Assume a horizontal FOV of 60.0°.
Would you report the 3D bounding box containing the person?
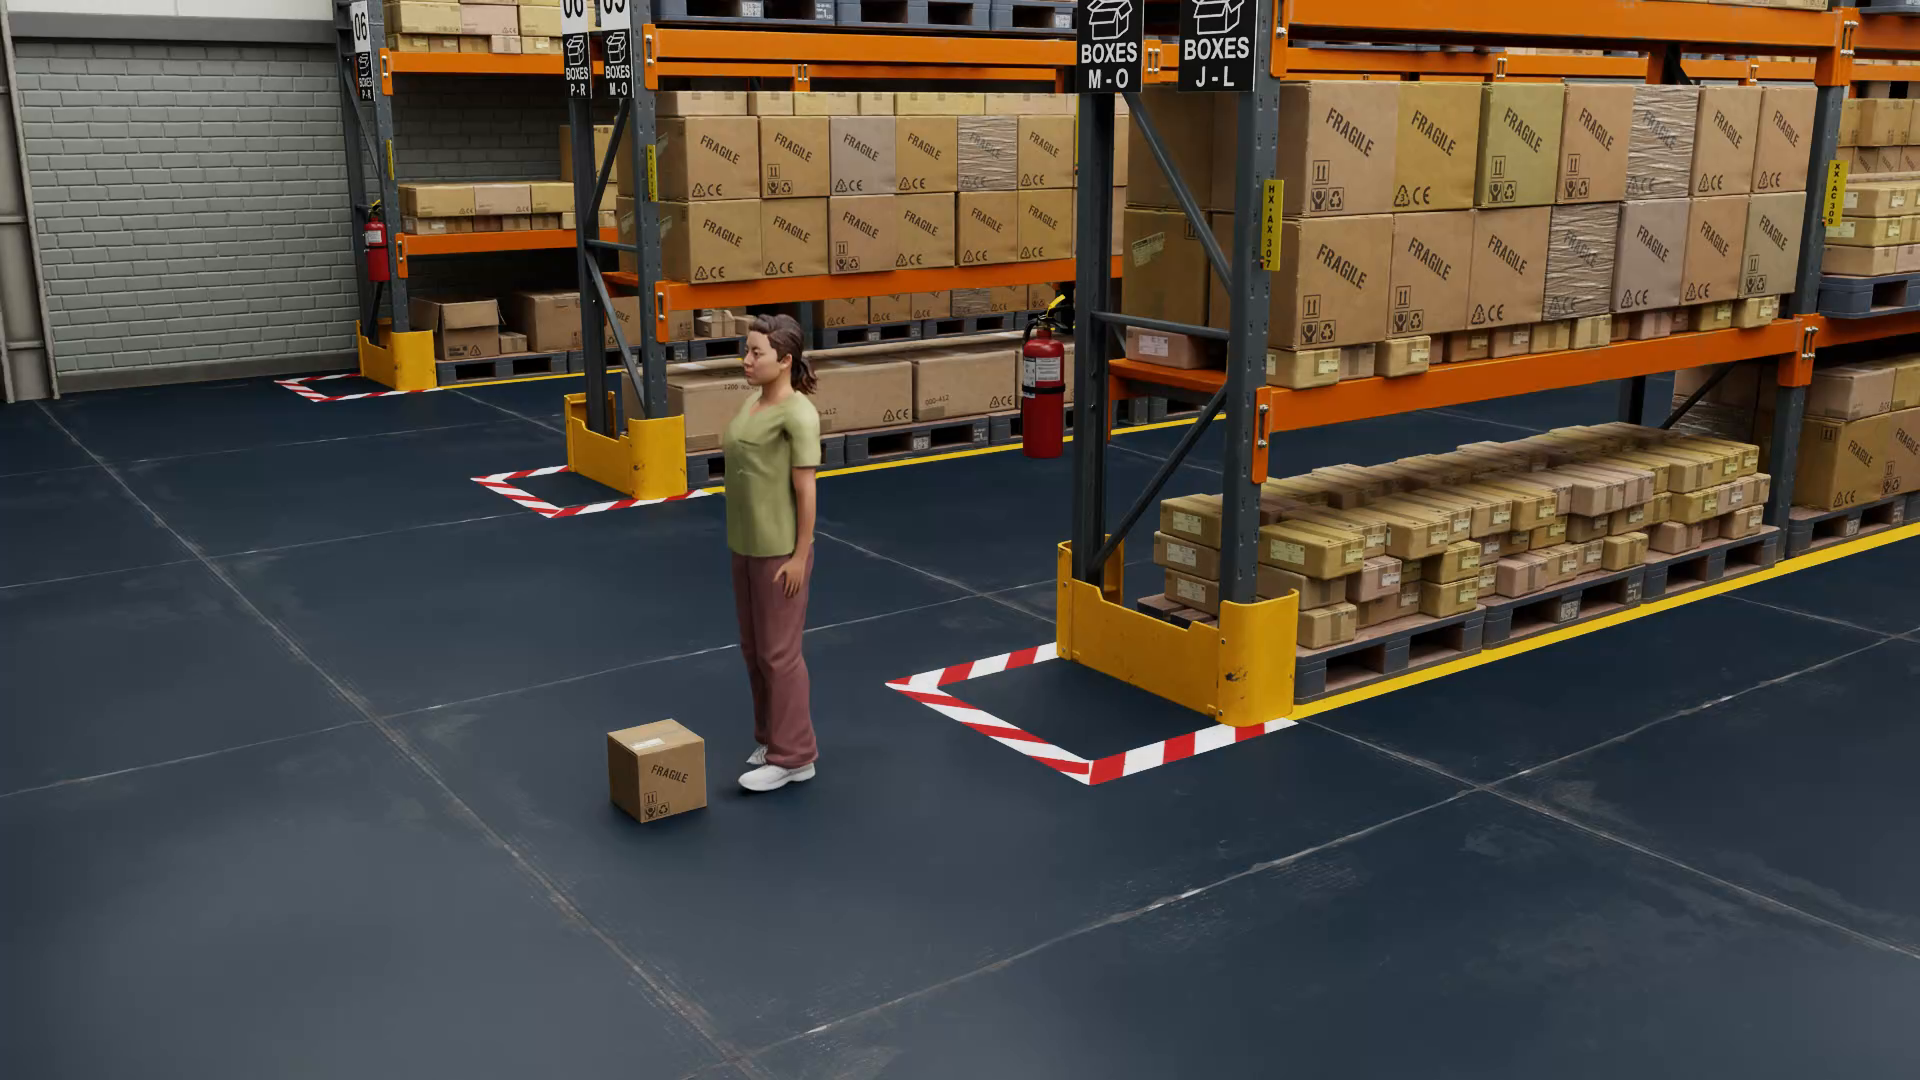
[{"bbox_3d":[-0.661,0.074,5.859,0.406,1.731,0.441,-10,18,-33],"label":"person"}]
